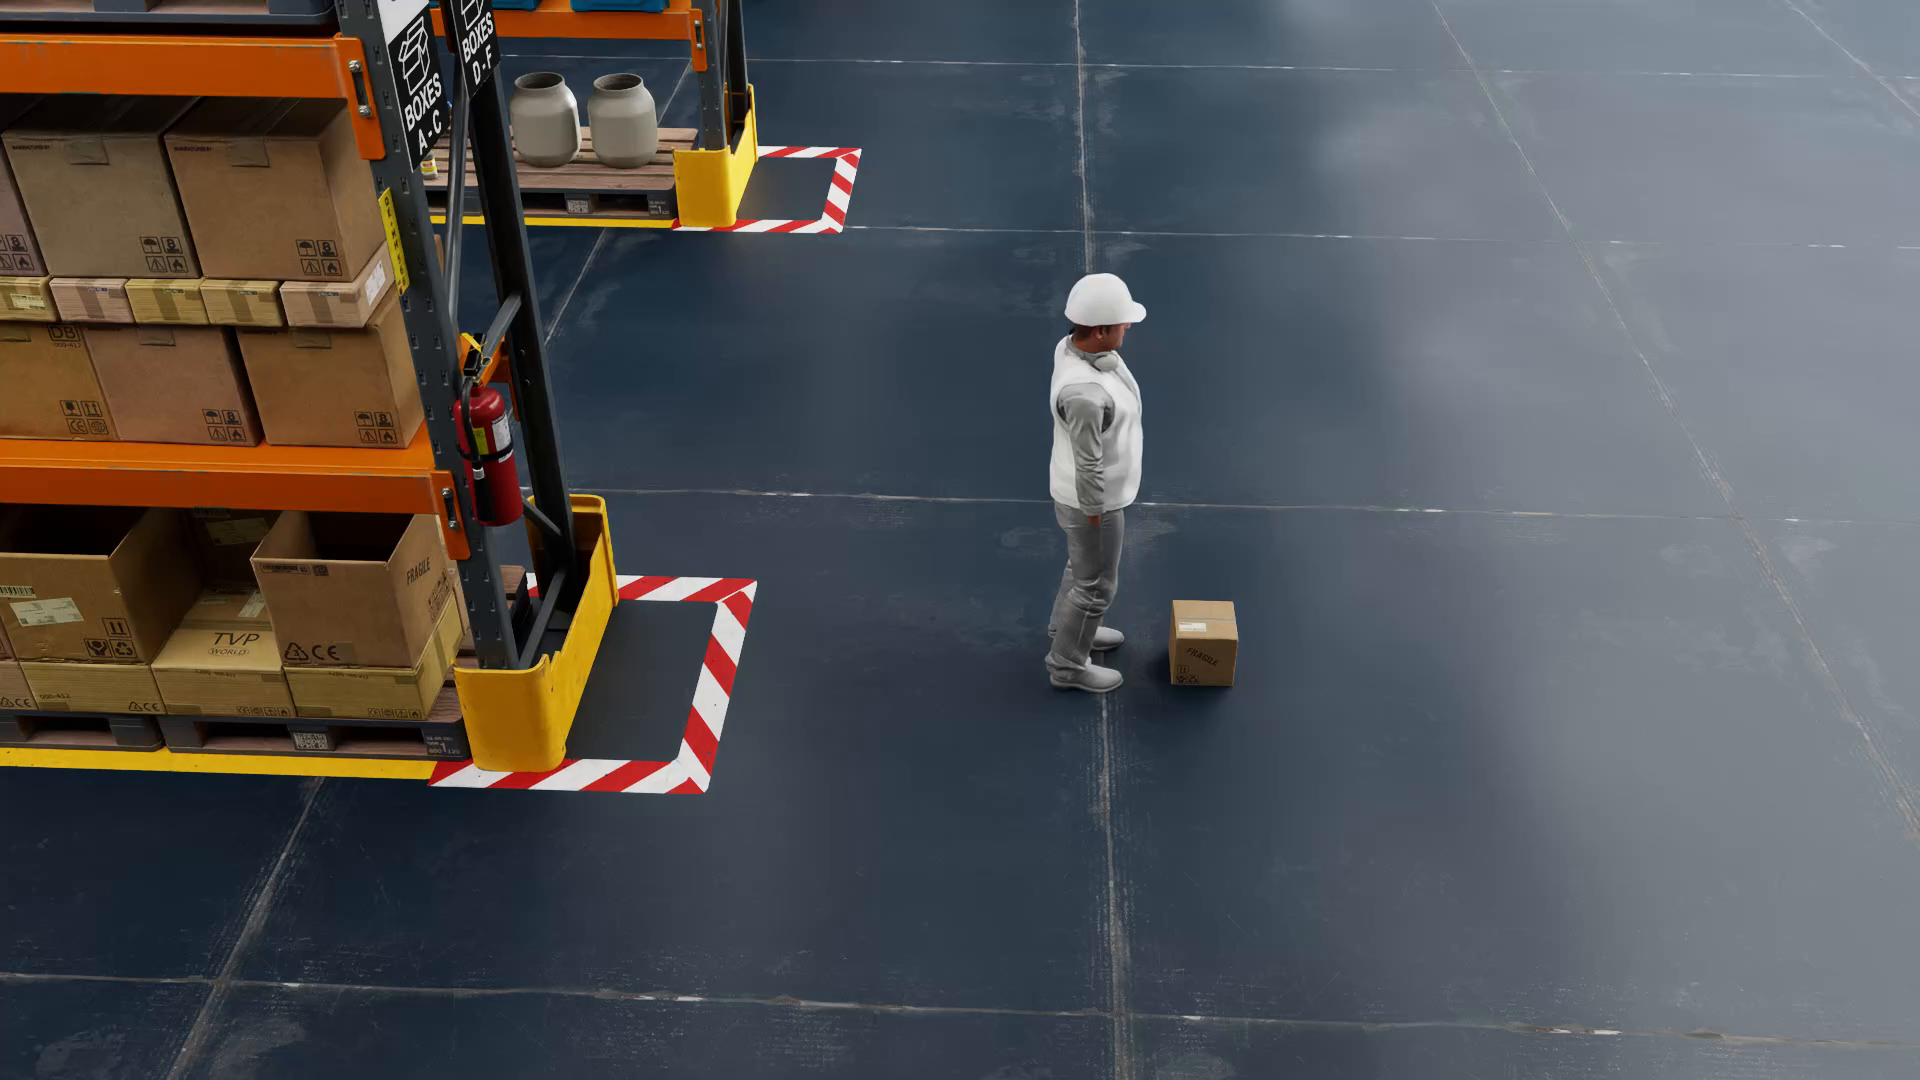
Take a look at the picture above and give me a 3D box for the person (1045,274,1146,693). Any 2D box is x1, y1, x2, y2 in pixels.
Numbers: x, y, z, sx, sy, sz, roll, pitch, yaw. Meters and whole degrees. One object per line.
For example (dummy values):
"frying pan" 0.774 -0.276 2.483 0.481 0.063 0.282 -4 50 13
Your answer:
"person" 0.517 -0.219 6.444 0.360 1.771 0.533 2 36 3
